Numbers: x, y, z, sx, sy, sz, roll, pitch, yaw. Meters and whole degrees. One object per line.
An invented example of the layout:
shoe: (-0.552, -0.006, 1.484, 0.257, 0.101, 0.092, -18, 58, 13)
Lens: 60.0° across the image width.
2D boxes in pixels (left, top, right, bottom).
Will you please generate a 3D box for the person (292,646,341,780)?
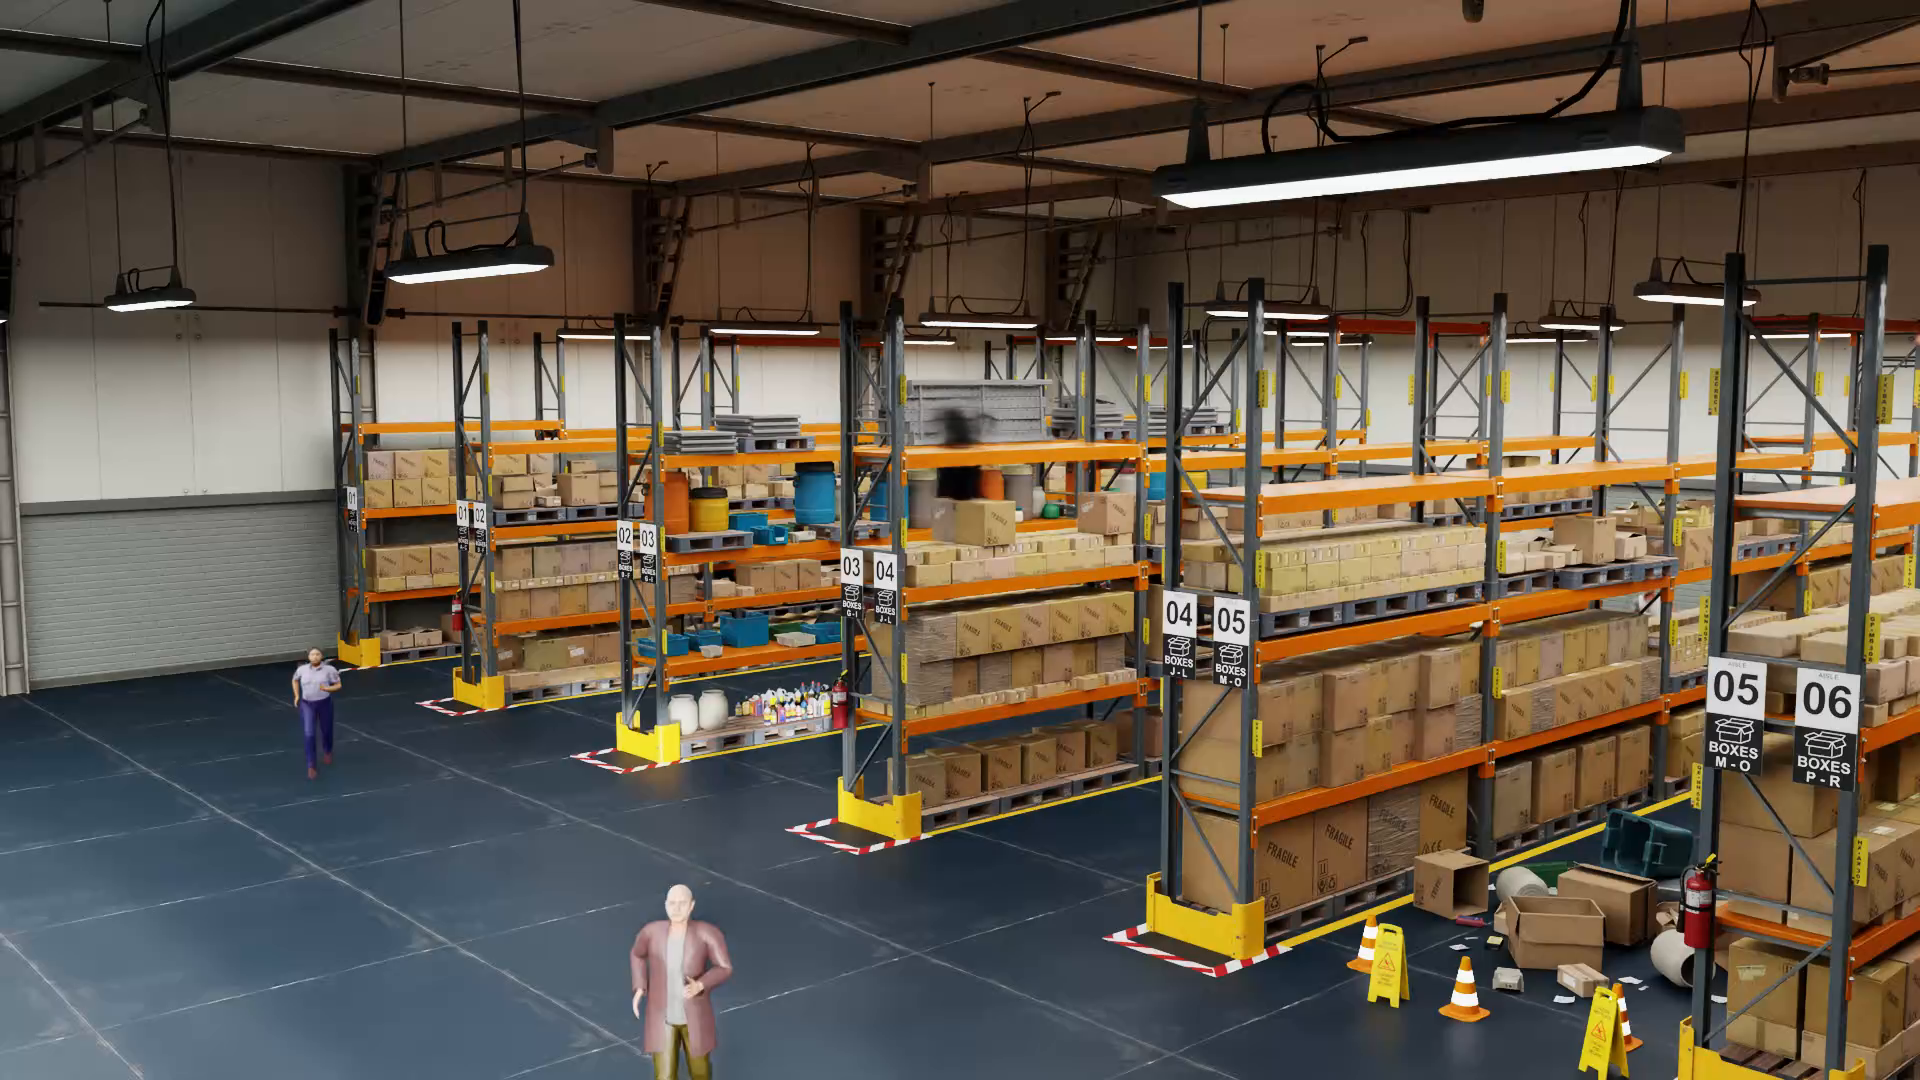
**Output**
person: (-8.347, 2.195, 21.602, 0.601, 1.648, 0.934, -2, 6, -20)

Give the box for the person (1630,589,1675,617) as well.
person: (11.558, 1.553, 27.825, 0.673, 1.830, 0.852, 5, 7, 40)

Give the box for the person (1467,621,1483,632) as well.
person: (7.146, 1.972, 23.127, 0.706, 1.754, 0.935, 4, 7, 38)

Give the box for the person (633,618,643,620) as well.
person: (-5.867, 1.371, 30.579, 0.529, 1.558, 0.534, 4, 7, 38)

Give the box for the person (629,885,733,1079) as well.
person: (-1.888, 3.193, 11.195, 0.720, 1.737, 0.964, 0, 6, -2)
